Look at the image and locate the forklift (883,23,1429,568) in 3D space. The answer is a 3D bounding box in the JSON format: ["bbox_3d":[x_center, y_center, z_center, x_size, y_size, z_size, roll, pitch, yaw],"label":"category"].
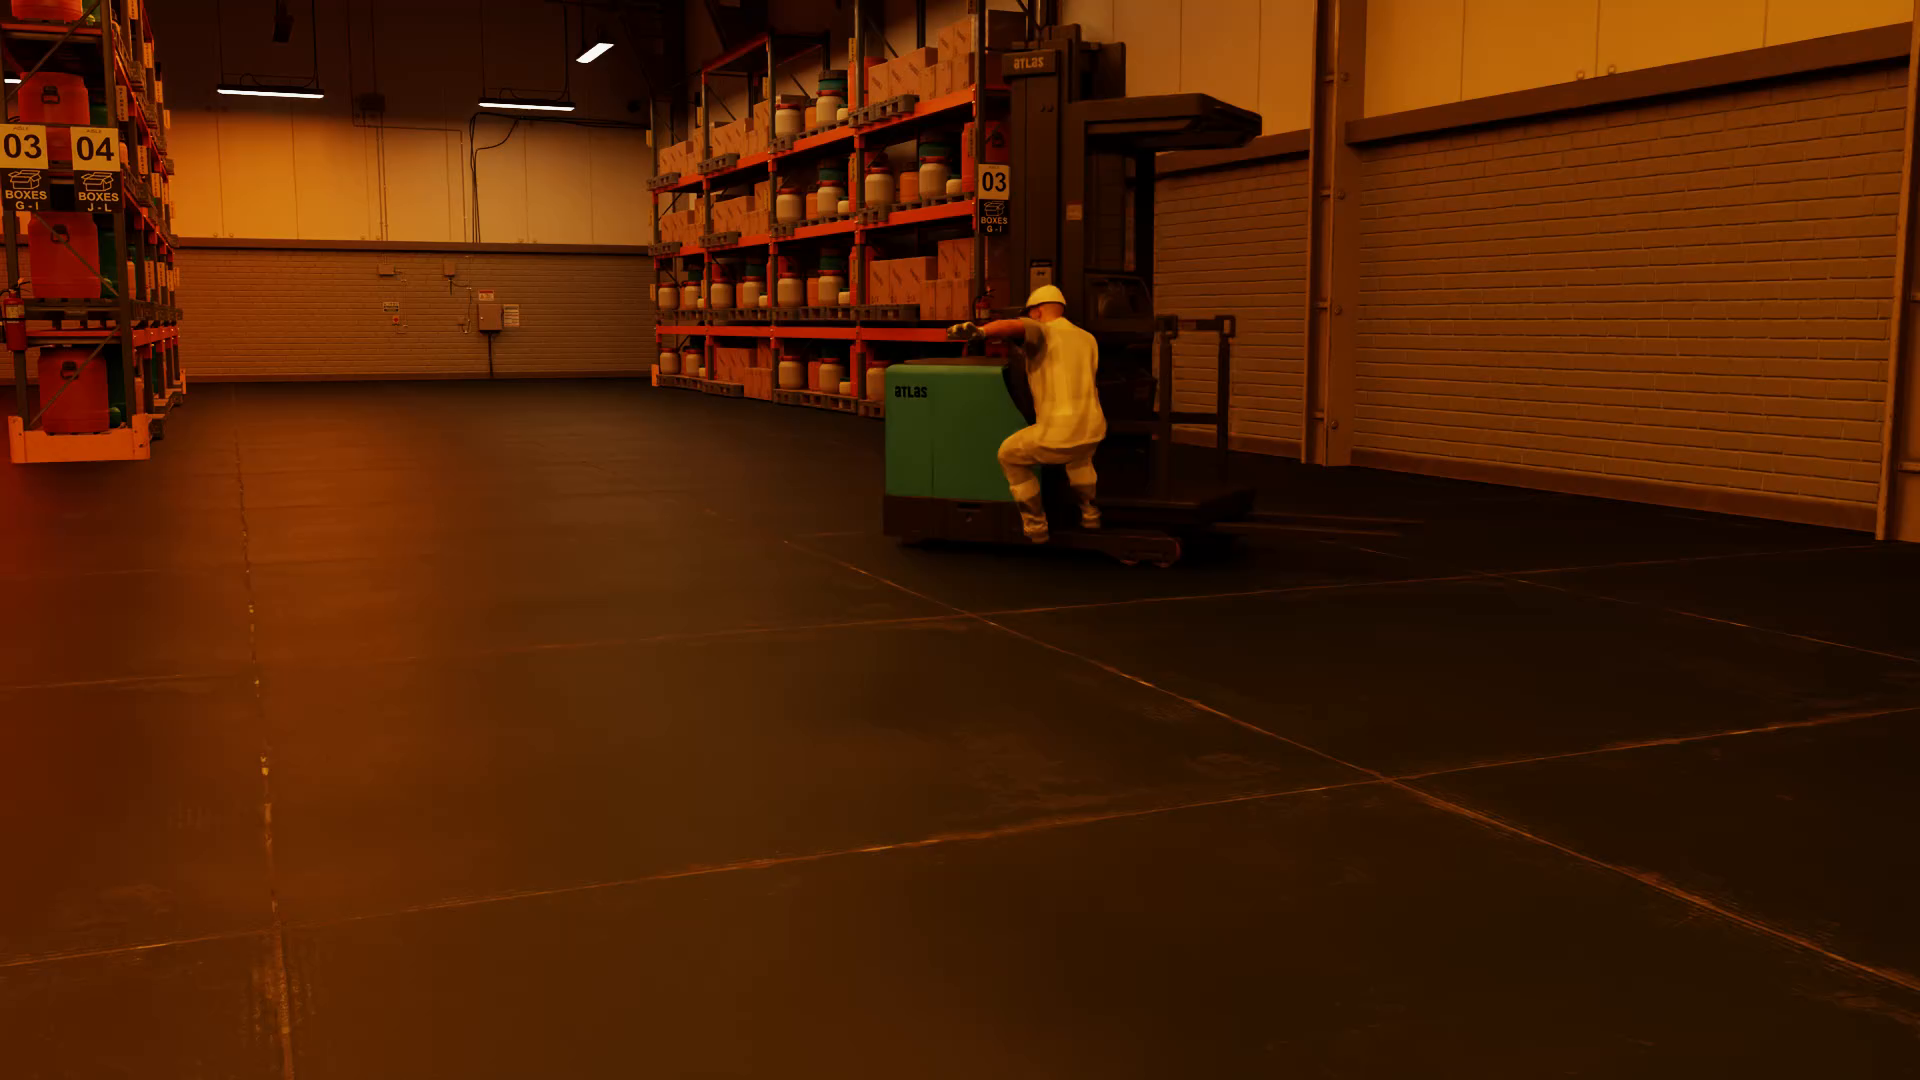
[{"bbox_3d":[1.093,-1.382,9.424,3.031,2.935,1.130,4,8,27],"label":"forklift"}]

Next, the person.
[{"bbox_3d":[0.342,-0.642,8.784,1.415,1.404,0.737,-5,9,-36],"label":"person"}]
